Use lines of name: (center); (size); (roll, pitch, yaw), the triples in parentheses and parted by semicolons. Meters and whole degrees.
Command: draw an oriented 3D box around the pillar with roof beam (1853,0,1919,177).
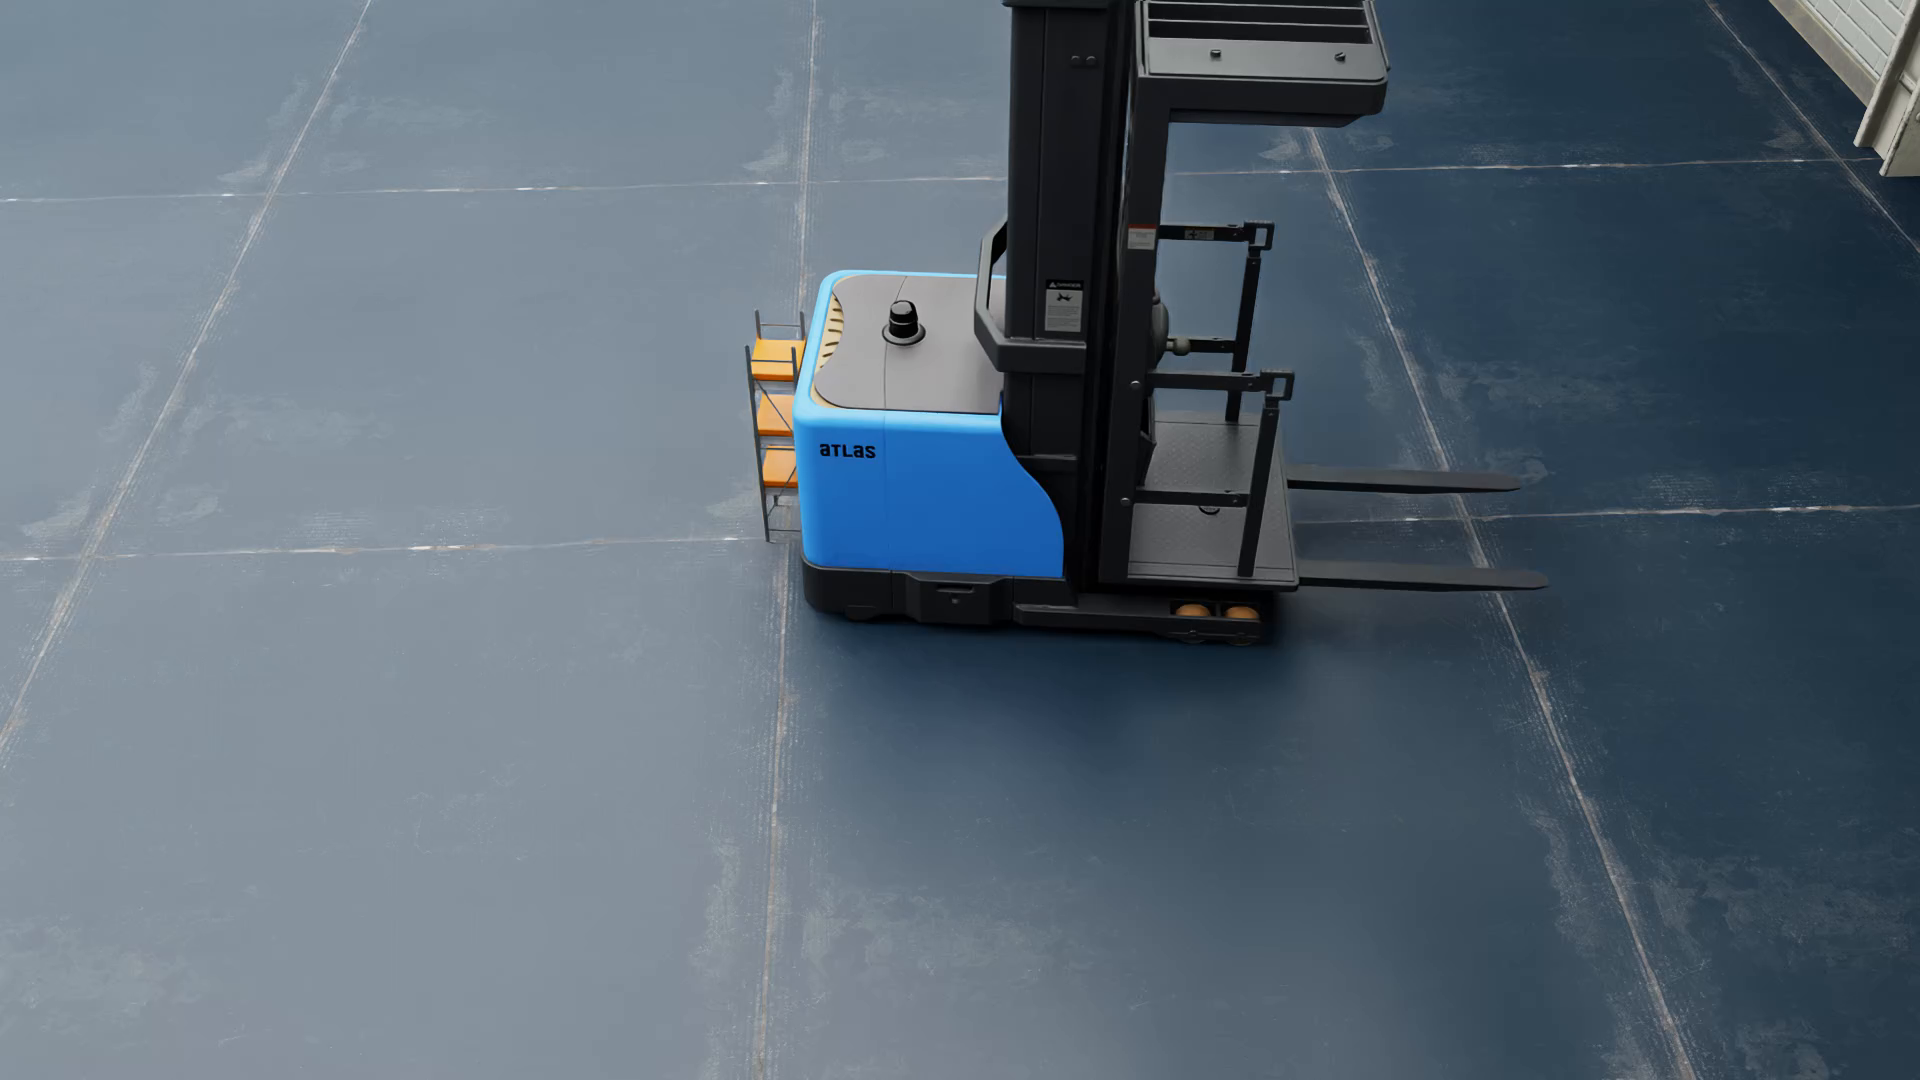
pillar with roof beam: (1.130, -5.413, 6.495); (9.100, 9.000, 0.400); (-2, 43, -2)

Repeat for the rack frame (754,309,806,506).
rack frame: (-0.728, -0.538, 7.060); (0.200, 1.050, 0.008); (3, 43, 3)

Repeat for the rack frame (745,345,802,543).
rack frame: (-0.745, -0.374, 6.880); (0.200, 1.050, 0.008); (3, 43, 3)

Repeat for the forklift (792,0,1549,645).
forklift: (0.894, -1.025, 6.199); (3.031, 2.935, 1.130); (3, 43, 3)

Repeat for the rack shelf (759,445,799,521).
rack shelf: (-0.736, -0.243, 7.165); (0.215, 0.259, 0.240); (3, 43, 3)

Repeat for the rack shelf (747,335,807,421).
rack shelf: (-0.737, -0.657, 6.786); (0.215, 0.259, 0.240); (3, 43, 3)

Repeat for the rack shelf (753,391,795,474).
rack shelf: (-0.737, -0.448, 6.977); (0.215, 0.259, 0.240); (3, 43, 3)

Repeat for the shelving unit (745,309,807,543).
shelving unit: (-0.737, -0.456, 6.970); (0.215, 1.050, 0.252); (3, 43, 3)
